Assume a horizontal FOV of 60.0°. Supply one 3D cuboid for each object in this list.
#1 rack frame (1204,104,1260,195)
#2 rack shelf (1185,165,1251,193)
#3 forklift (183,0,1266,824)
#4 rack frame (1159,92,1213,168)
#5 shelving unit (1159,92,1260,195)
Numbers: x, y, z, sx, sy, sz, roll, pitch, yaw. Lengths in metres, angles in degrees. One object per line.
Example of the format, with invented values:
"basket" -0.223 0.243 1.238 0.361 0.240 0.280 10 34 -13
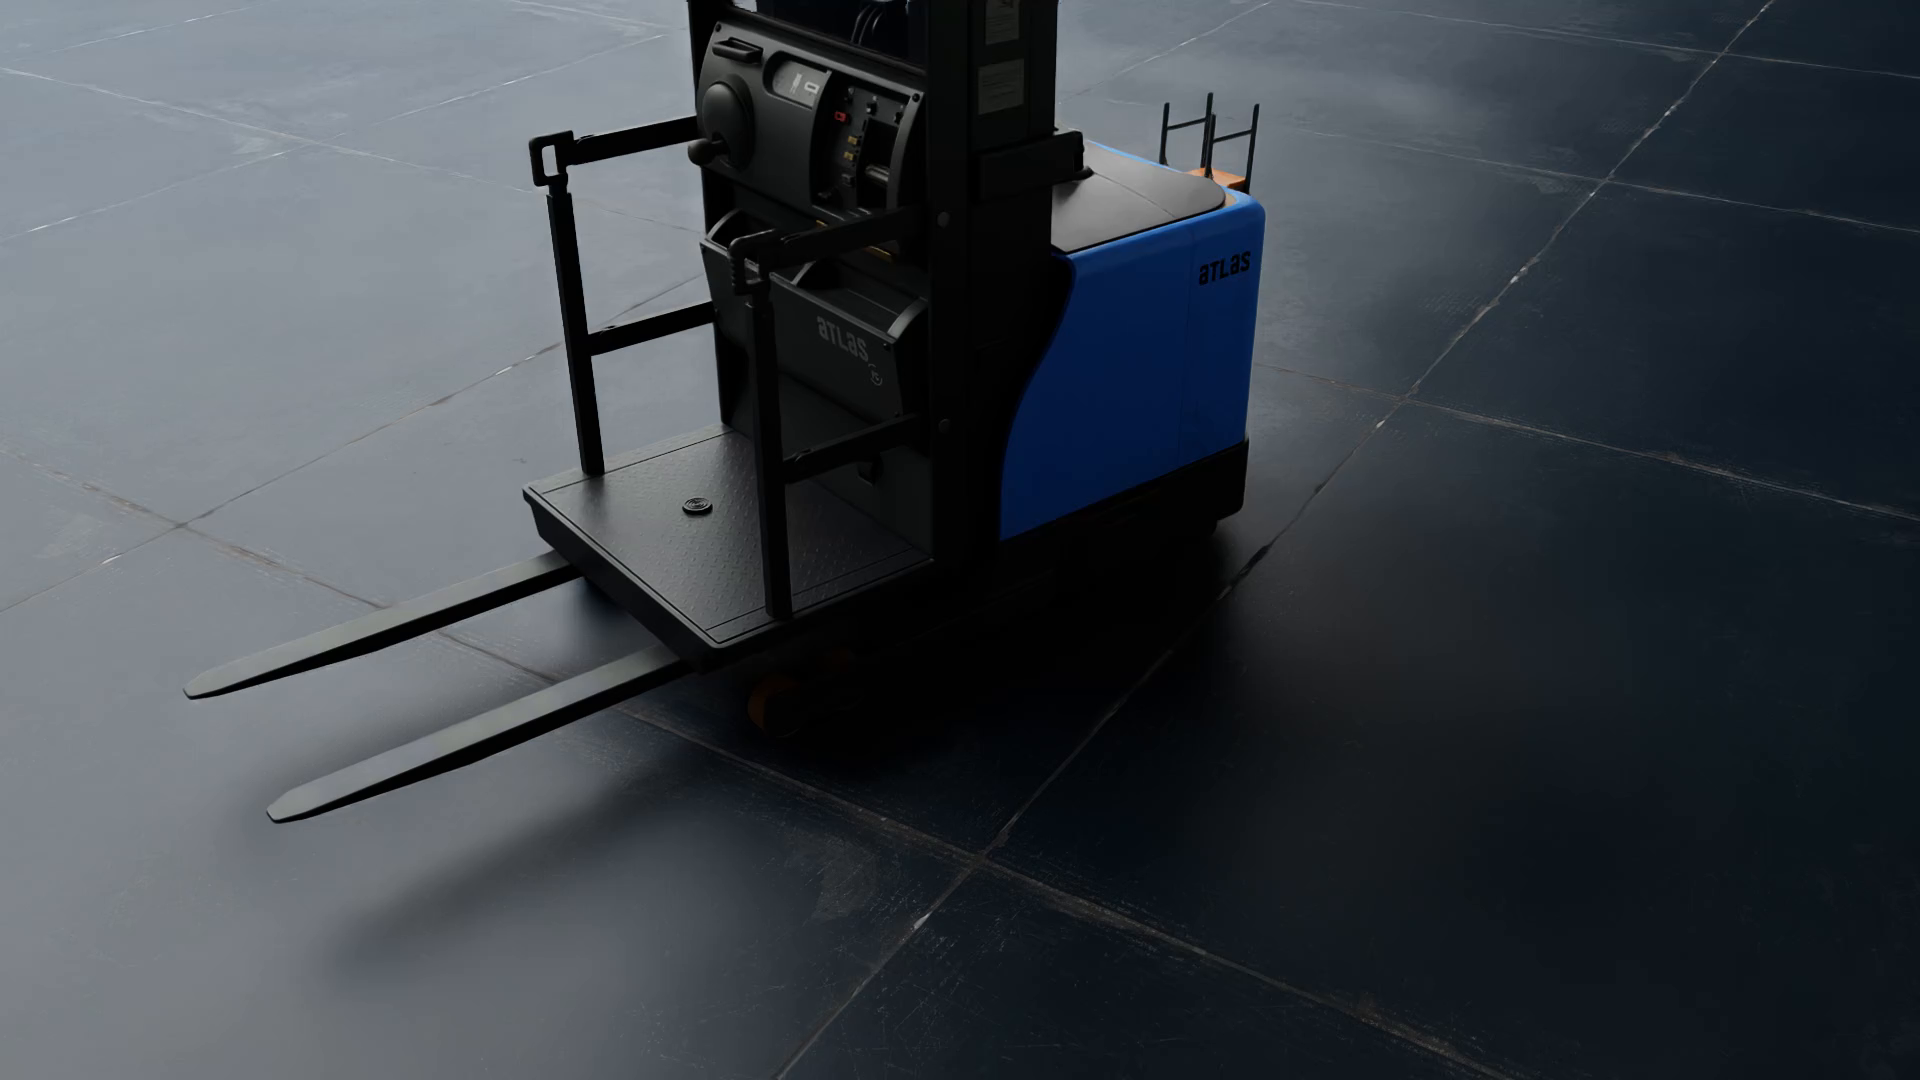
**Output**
"rack frame" 0.830 -0.802 5.421 0.240 1.200 0.006 -23 37 -39
"rack shelf" 0.778 -1.113 5.328 0.258 0.103 0.180 -23 37 -39
"forklift" -0.562 -1.049 4.139 3.031 2.935 1.130 -22 37 -33
"rack frame" 0.703 -0.868 5.534 0.240 1.200 0.006 -23 37 -39
"shelving unit" 0.767 -0.835 5.478 0.258 1.200 0.189 -23 37 -39
